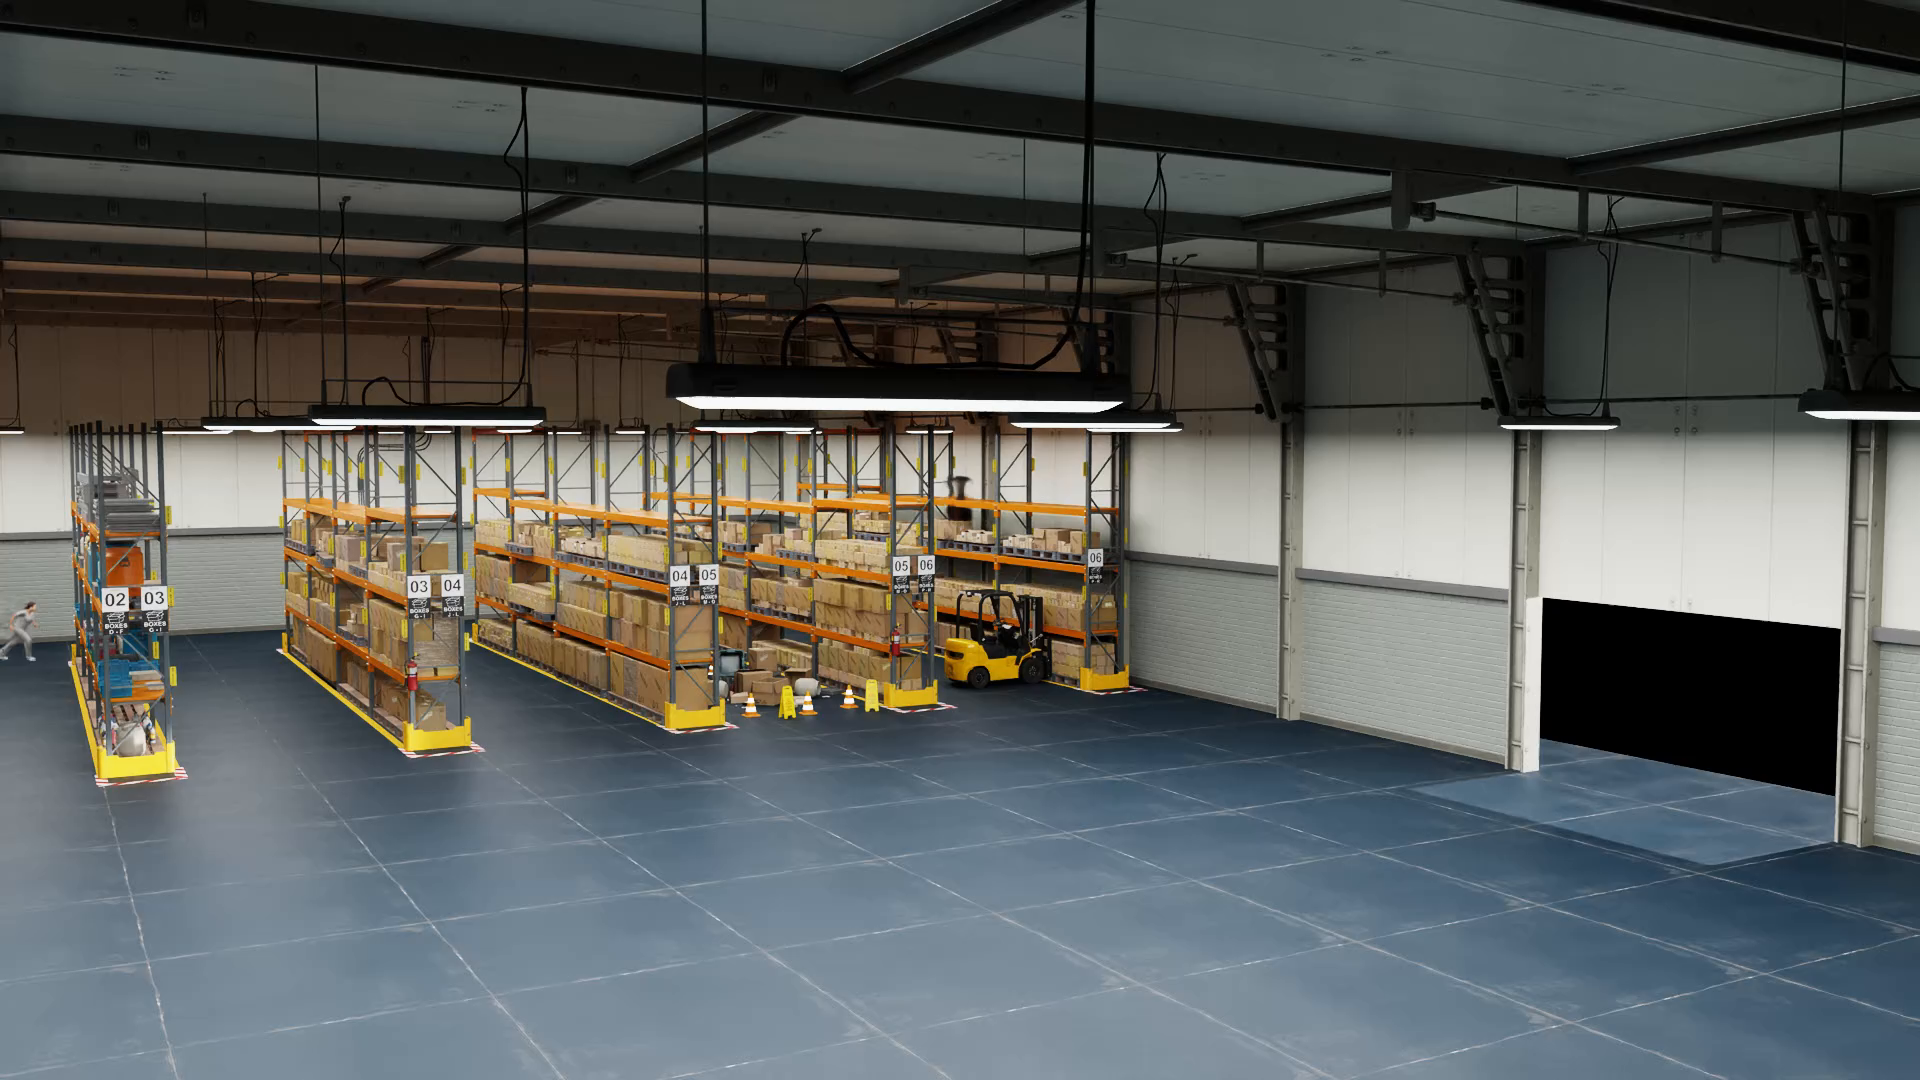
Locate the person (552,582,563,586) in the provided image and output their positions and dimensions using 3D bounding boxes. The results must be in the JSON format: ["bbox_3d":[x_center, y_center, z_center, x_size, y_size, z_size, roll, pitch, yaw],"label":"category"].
[{"bbox_3d":[-12.171,1.822,50.123,0.615,1.628,0.874,2,4,28],"label":"person"}]

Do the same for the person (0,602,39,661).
[{"bbox_3d":[-24.063,2.336,42.455,1.029,1.501,0.599,0,4,0],"label":"person"}]
